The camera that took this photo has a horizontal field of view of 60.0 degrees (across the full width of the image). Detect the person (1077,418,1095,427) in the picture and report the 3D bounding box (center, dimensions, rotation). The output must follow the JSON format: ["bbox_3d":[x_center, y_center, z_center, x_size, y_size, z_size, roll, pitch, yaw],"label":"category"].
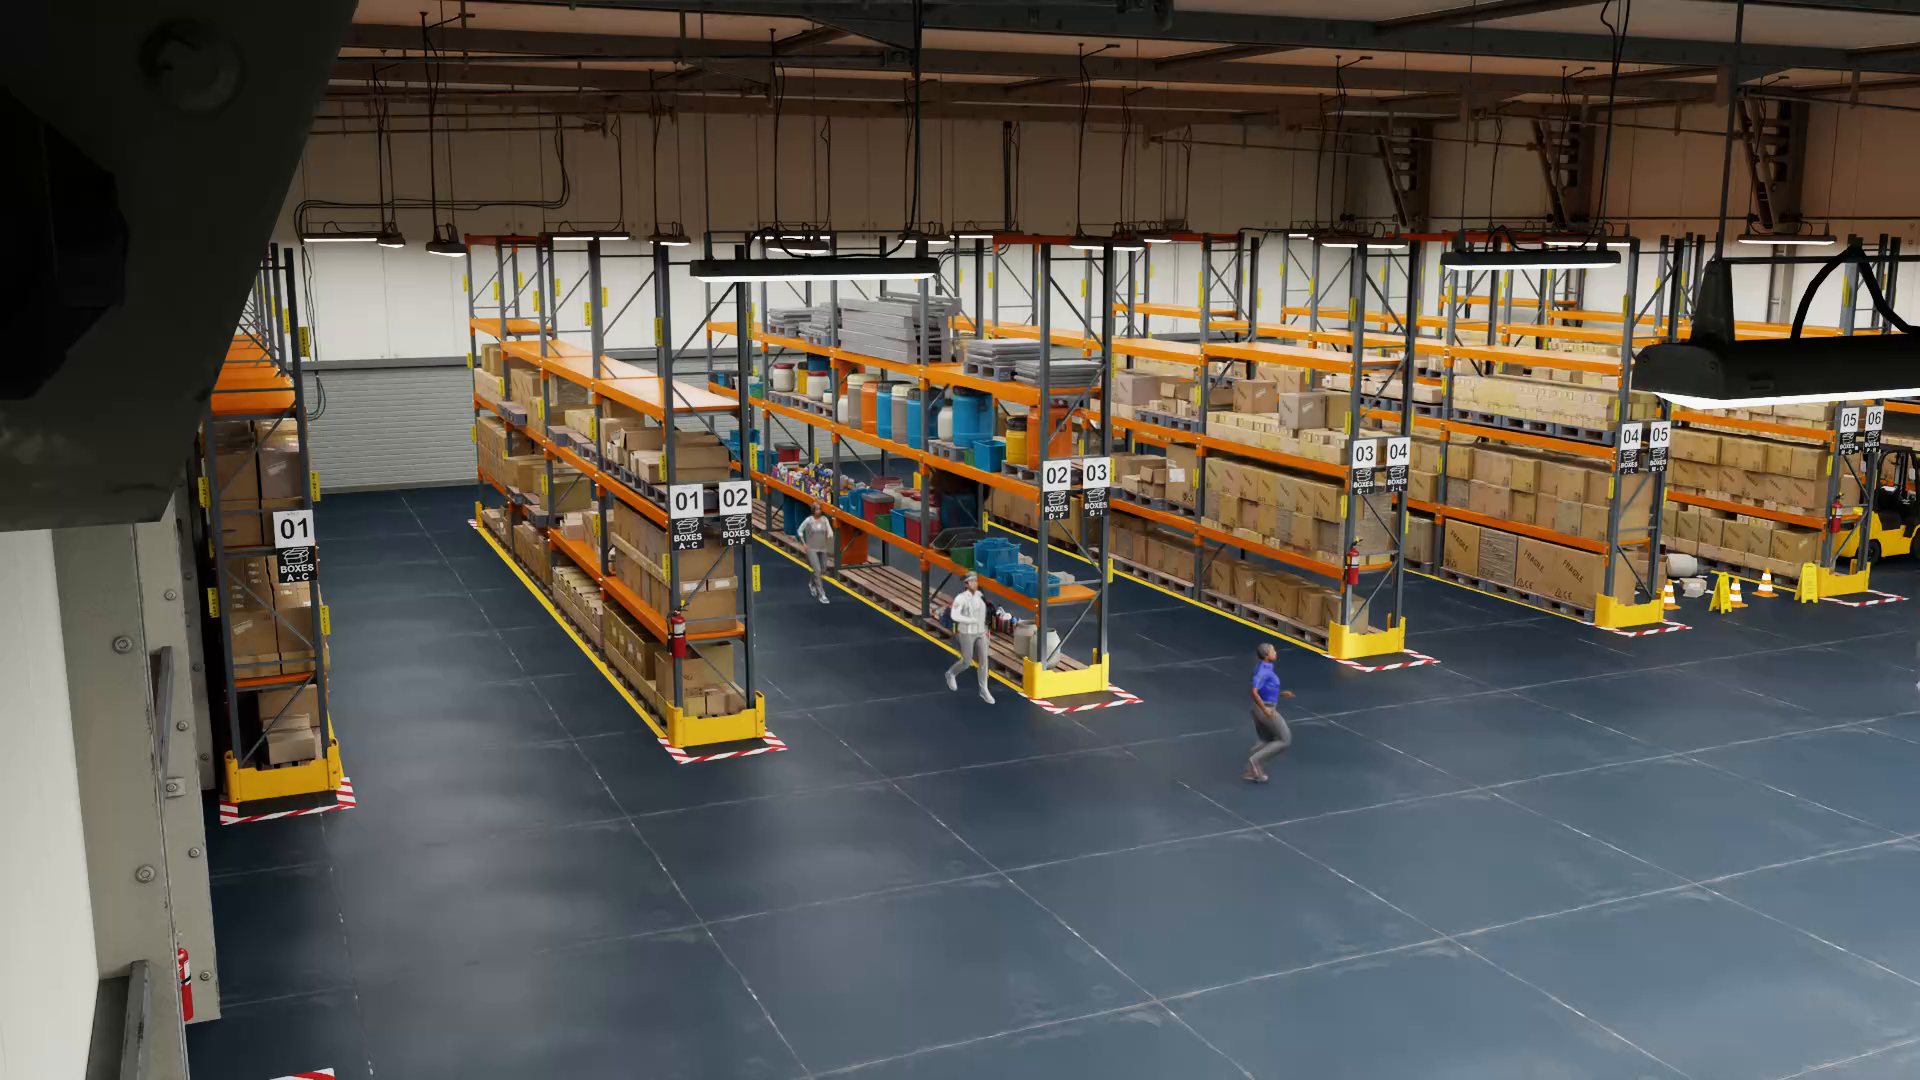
[{"bbox_3d":[3.073,-2.447,41.275,0.604,1.713,0.758,-6,12,-27],"label":"person"}]

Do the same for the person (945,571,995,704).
[{"bbox_3d":[0.144,1.244,21.797,0.627,1.722,0.819,-9,14,-38],"label":"person"}]

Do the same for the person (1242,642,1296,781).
[{"bbox_3d":[3.511,1.950,18.799,0.568,1.615,0.560,0,11,-1],"label":"person"}]

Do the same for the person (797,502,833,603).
[{"bbox_3d":[-2.278,0.175,26.470,0.538,1.587,0.735,-6,12,-28],"label":"person"}]
